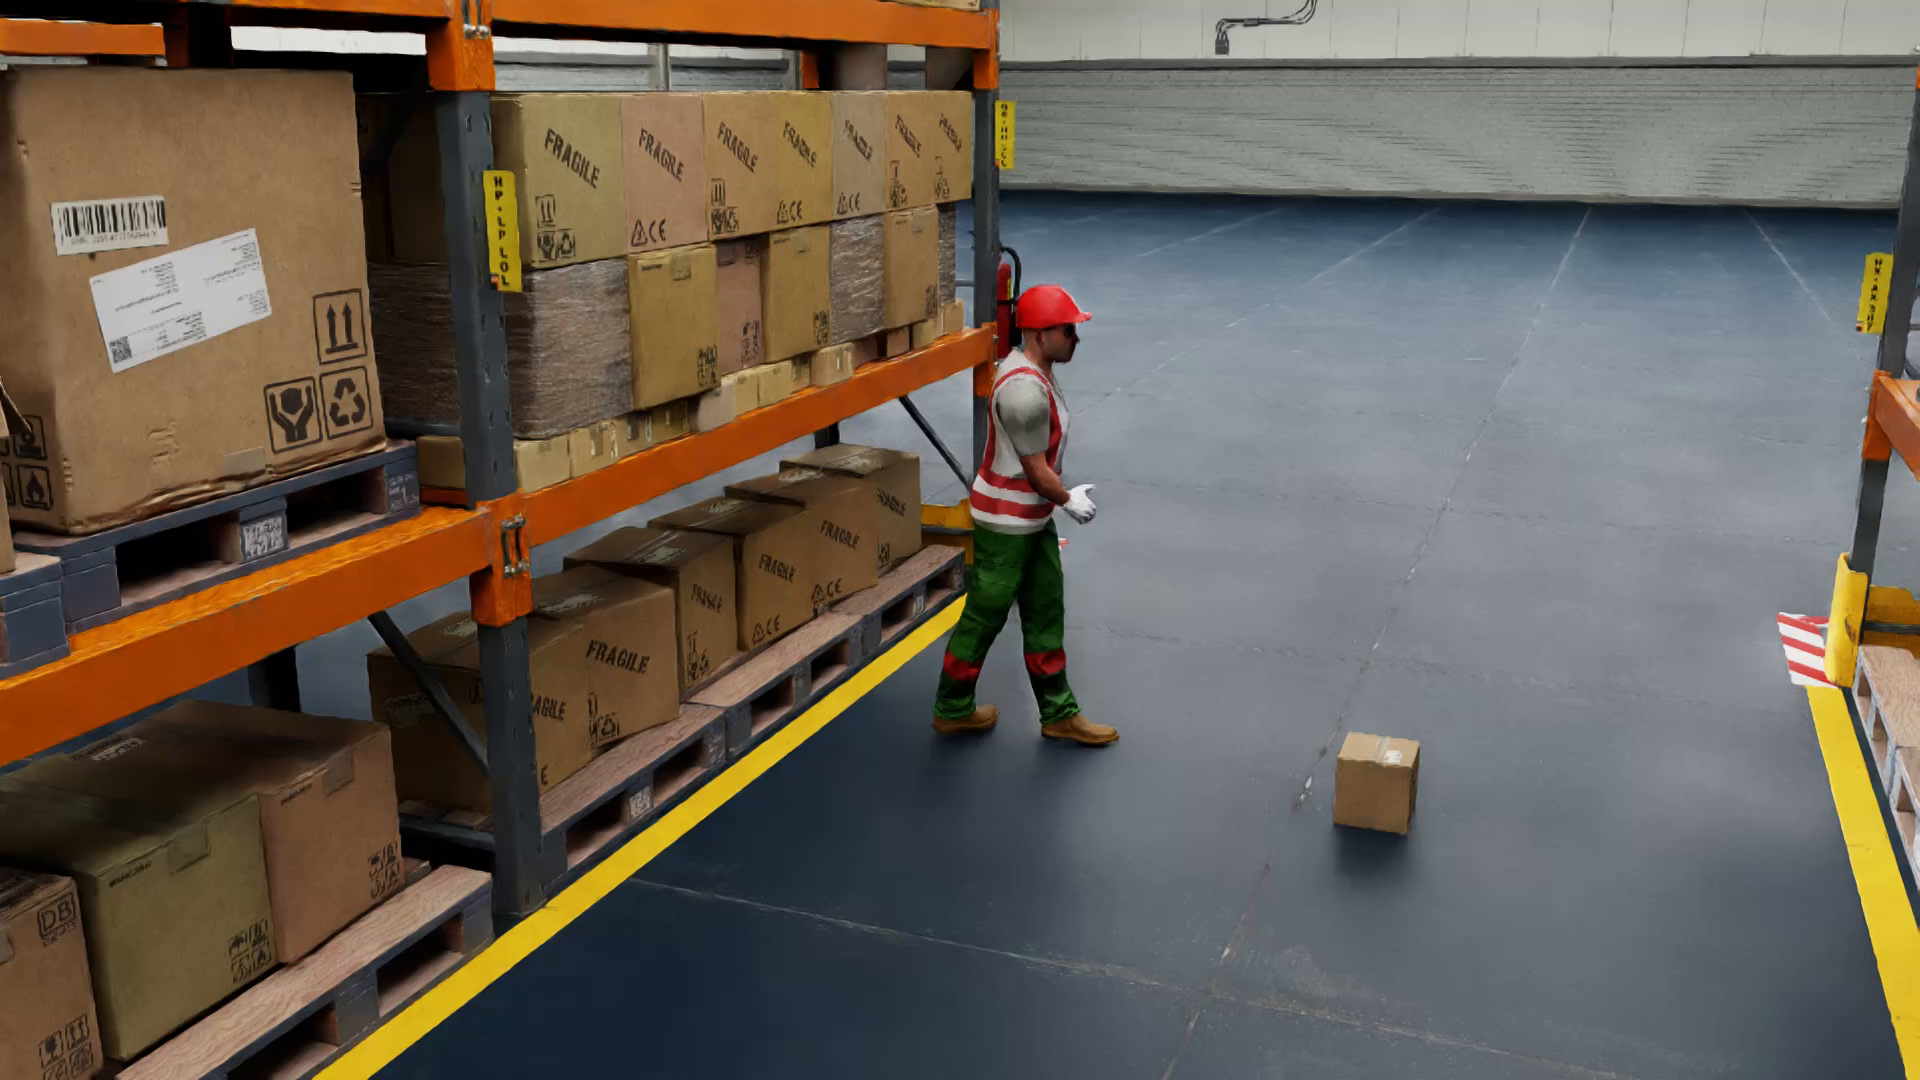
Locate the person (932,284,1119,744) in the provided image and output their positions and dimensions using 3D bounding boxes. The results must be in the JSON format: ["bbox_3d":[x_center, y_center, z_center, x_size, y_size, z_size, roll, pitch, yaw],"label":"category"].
[{"bbox_3d":[0.250,-0.081,6.242,0.721,1.772,0.603,4,16,13],"label":"person"}]
